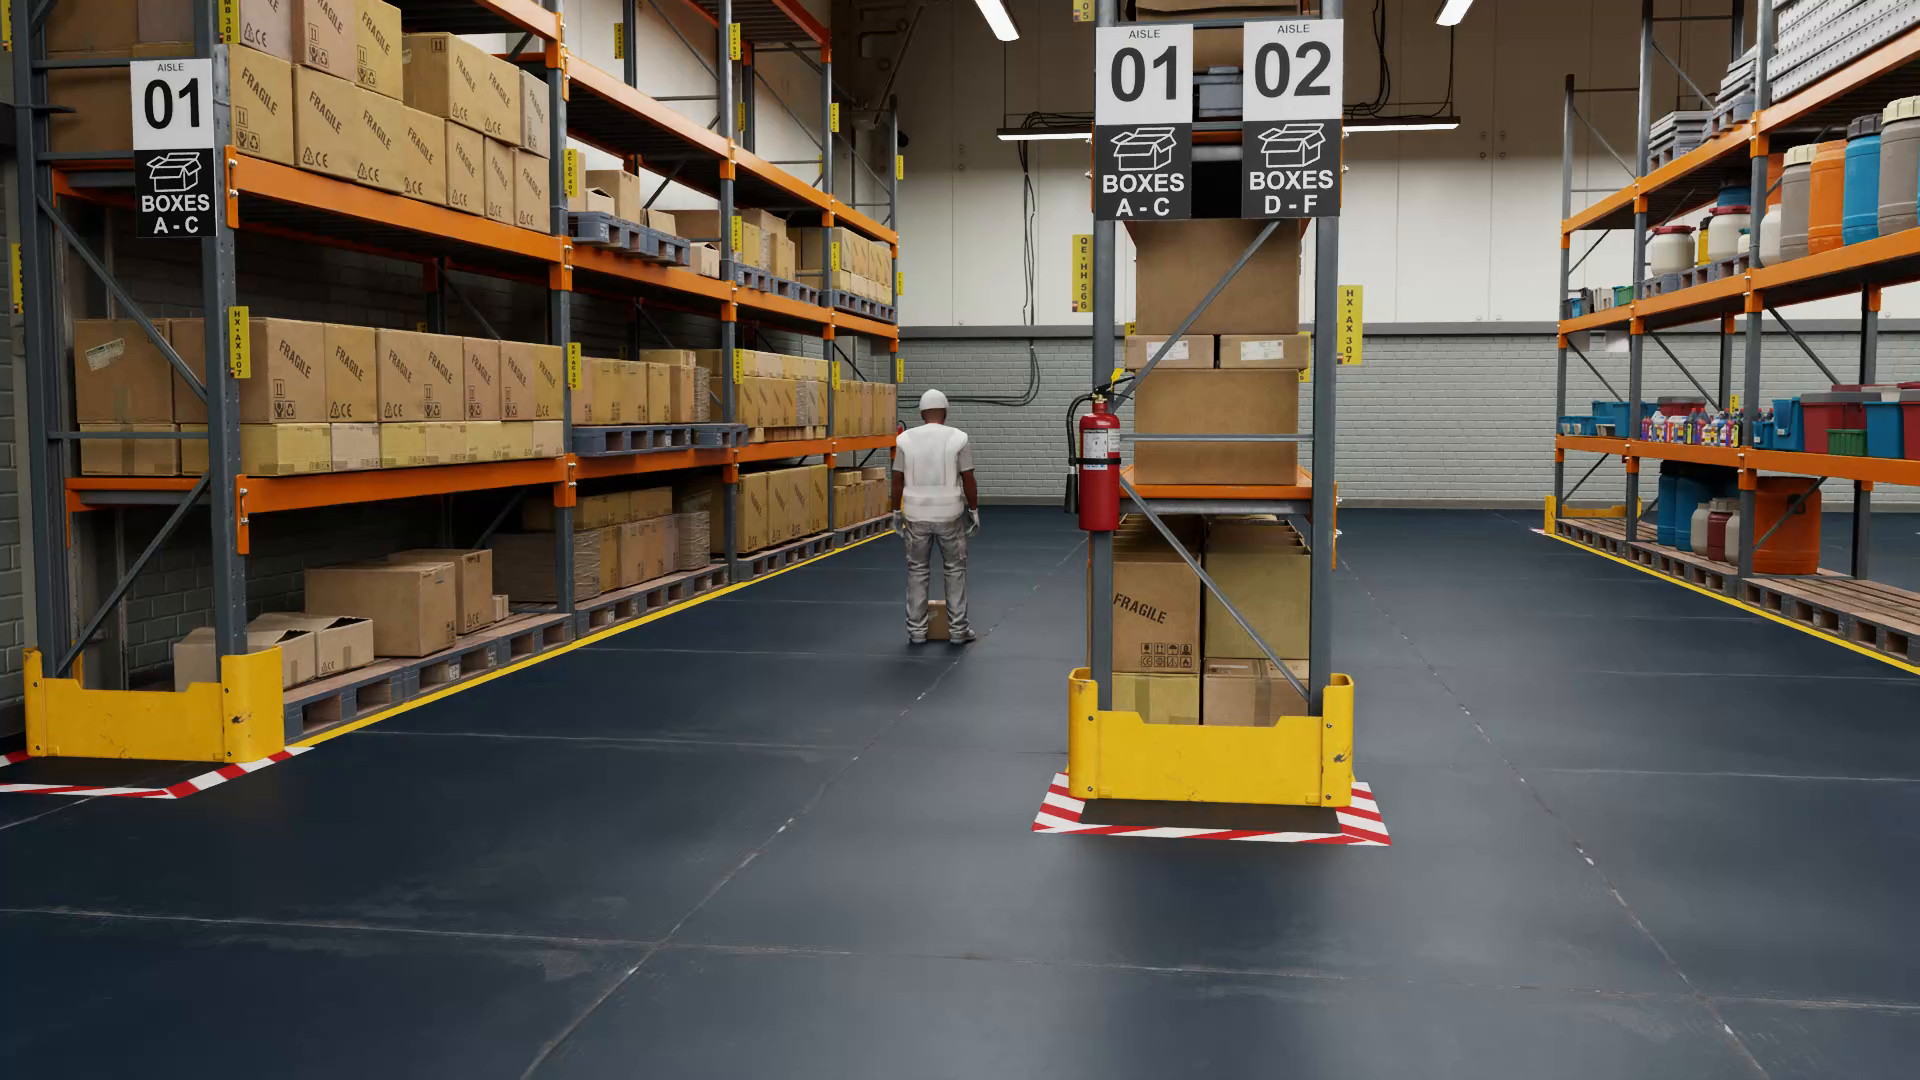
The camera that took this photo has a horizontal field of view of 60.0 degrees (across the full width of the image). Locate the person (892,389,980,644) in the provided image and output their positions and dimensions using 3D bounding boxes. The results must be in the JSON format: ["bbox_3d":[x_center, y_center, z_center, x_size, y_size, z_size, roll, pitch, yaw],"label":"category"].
[{"bbox_3d":[-0.172,-0.168,11.681,0.617,1.775,0.446,1,4,9],"label":"person"}]
